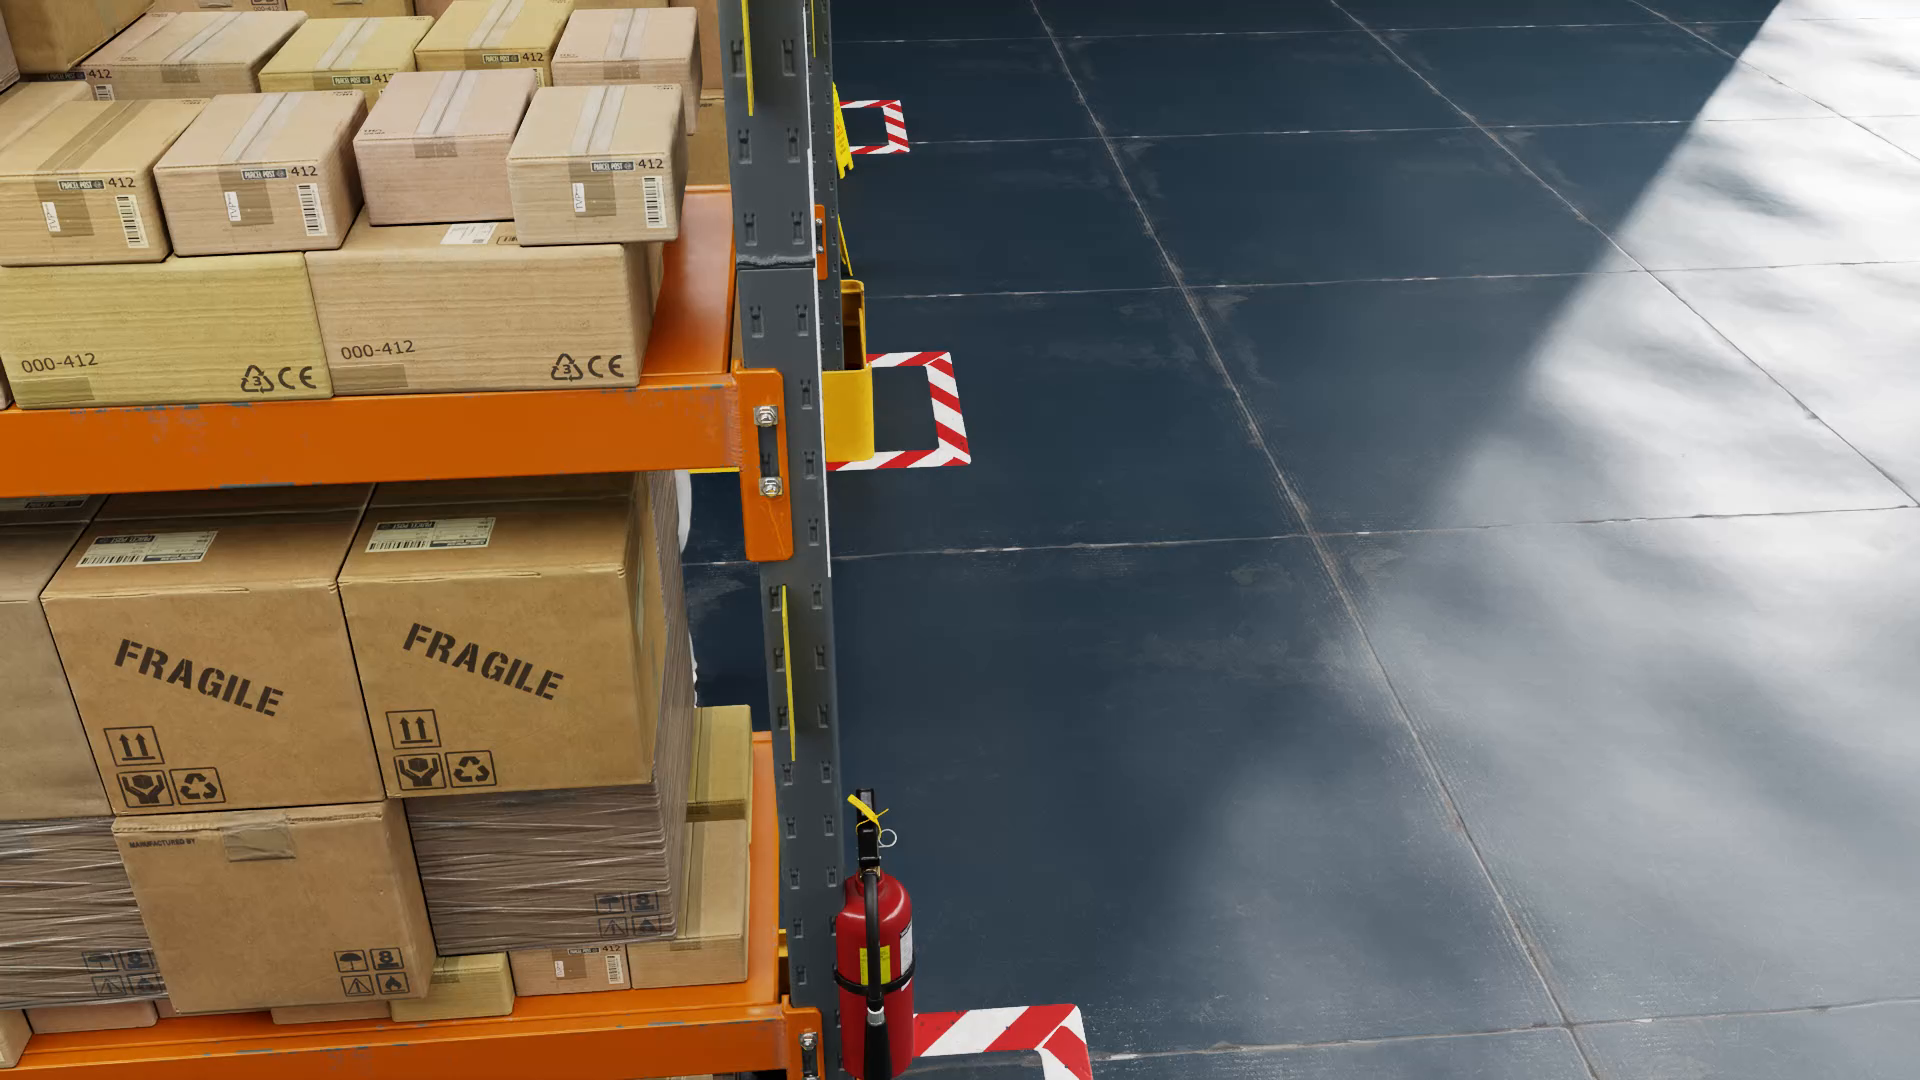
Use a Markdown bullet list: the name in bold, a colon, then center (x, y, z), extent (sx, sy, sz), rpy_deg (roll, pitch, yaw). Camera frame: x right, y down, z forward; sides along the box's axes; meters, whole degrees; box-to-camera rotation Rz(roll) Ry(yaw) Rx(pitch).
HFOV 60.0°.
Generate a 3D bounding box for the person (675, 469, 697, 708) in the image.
- **person**: center (-1.180, -0.060, 6.235), extent (0.361, 1.671, 0.501), rpy_deg (-4, 31, -7)
